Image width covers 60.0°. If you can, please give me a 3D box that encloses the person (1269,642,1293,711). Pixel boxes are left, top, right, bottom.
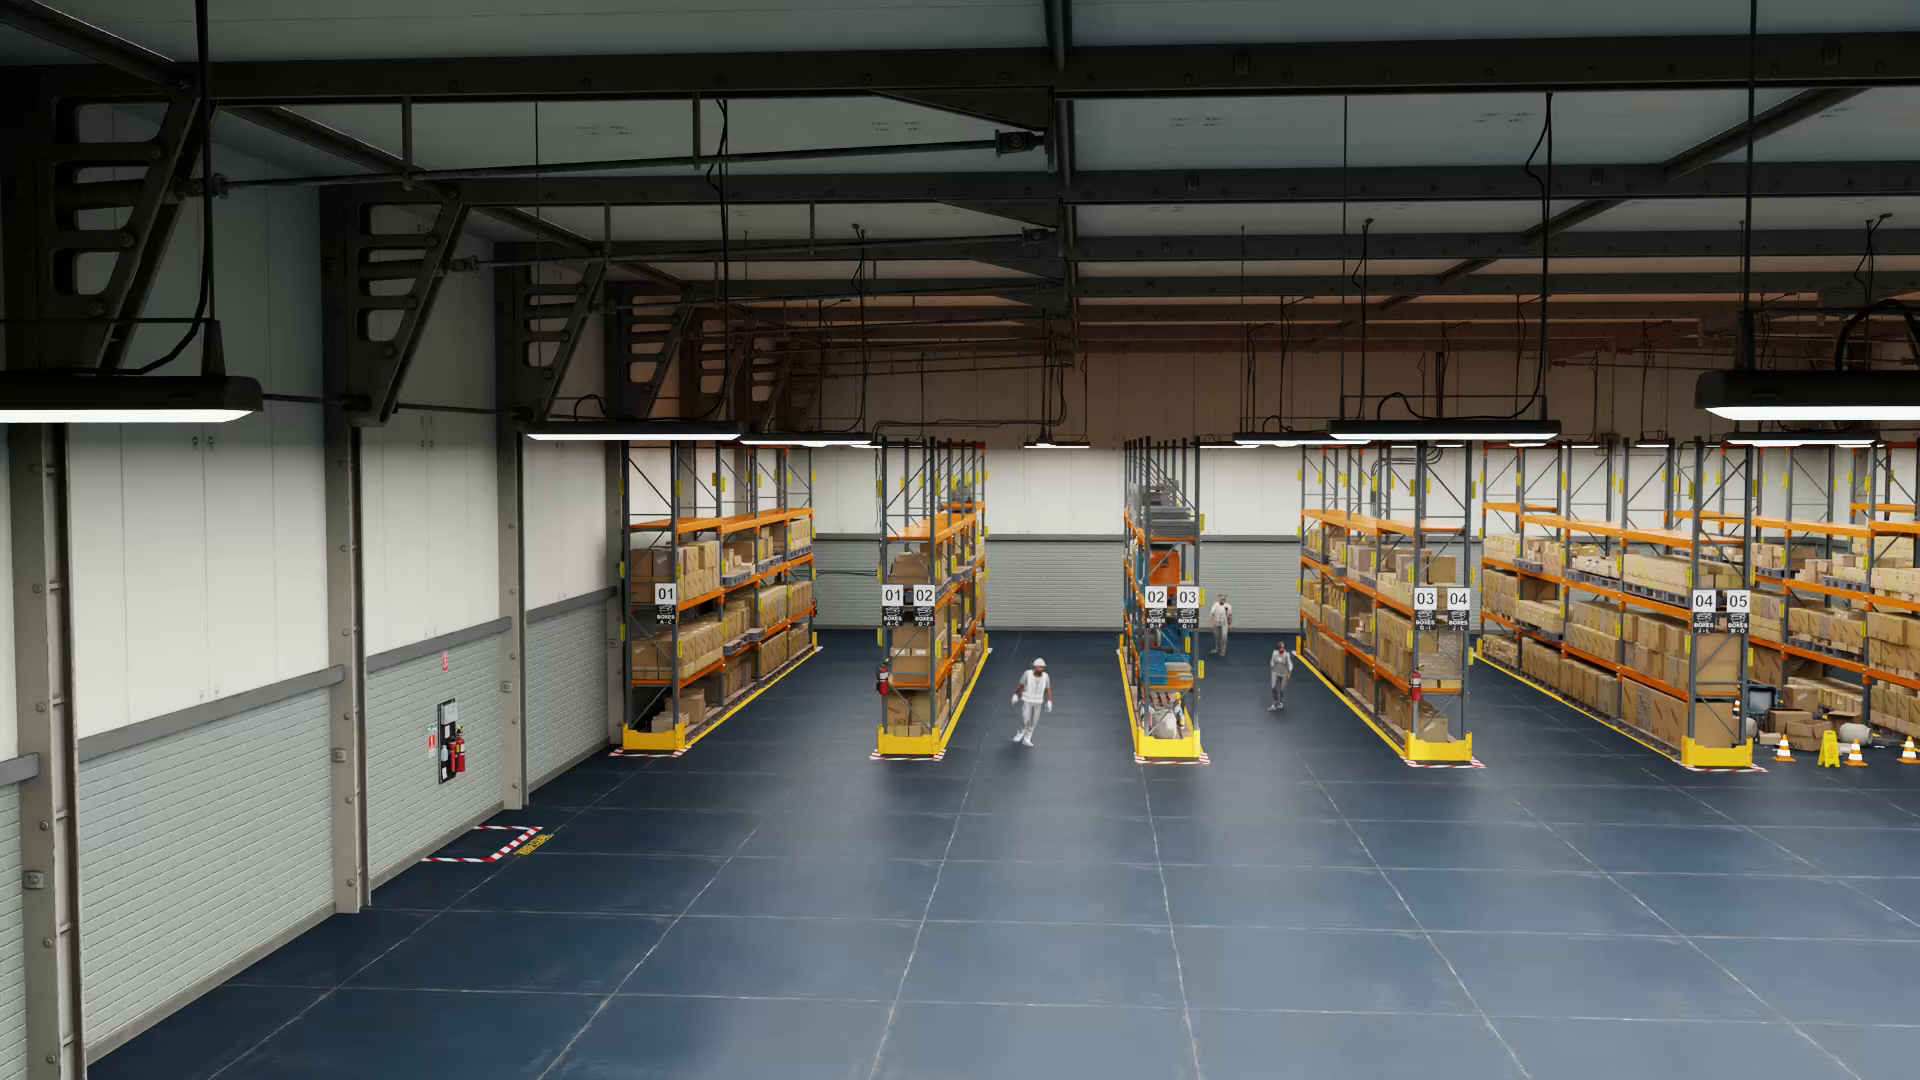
[{"bbox_3d":[7.104,3.052,36.788,0.513,1.413,0.750,1,3,13],"label":"person"}]

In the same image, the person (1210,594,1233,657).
[{"bbox_3d":[7.297,2.364,46.568,0.614,1.722,0.833,1,3,21],"label":"person"}]

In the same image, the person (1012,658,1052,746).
[{"bbox_3d":[1.405,3.137,32.159,0.686,1.732,0.614,-1,3,-18],"label":"person"}]

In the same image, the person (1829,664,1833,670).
[{"bbox_3d":[22.155,2.547,42.908,0.700,1.748,0.931,-1,3,-14],"label":"person"}]
